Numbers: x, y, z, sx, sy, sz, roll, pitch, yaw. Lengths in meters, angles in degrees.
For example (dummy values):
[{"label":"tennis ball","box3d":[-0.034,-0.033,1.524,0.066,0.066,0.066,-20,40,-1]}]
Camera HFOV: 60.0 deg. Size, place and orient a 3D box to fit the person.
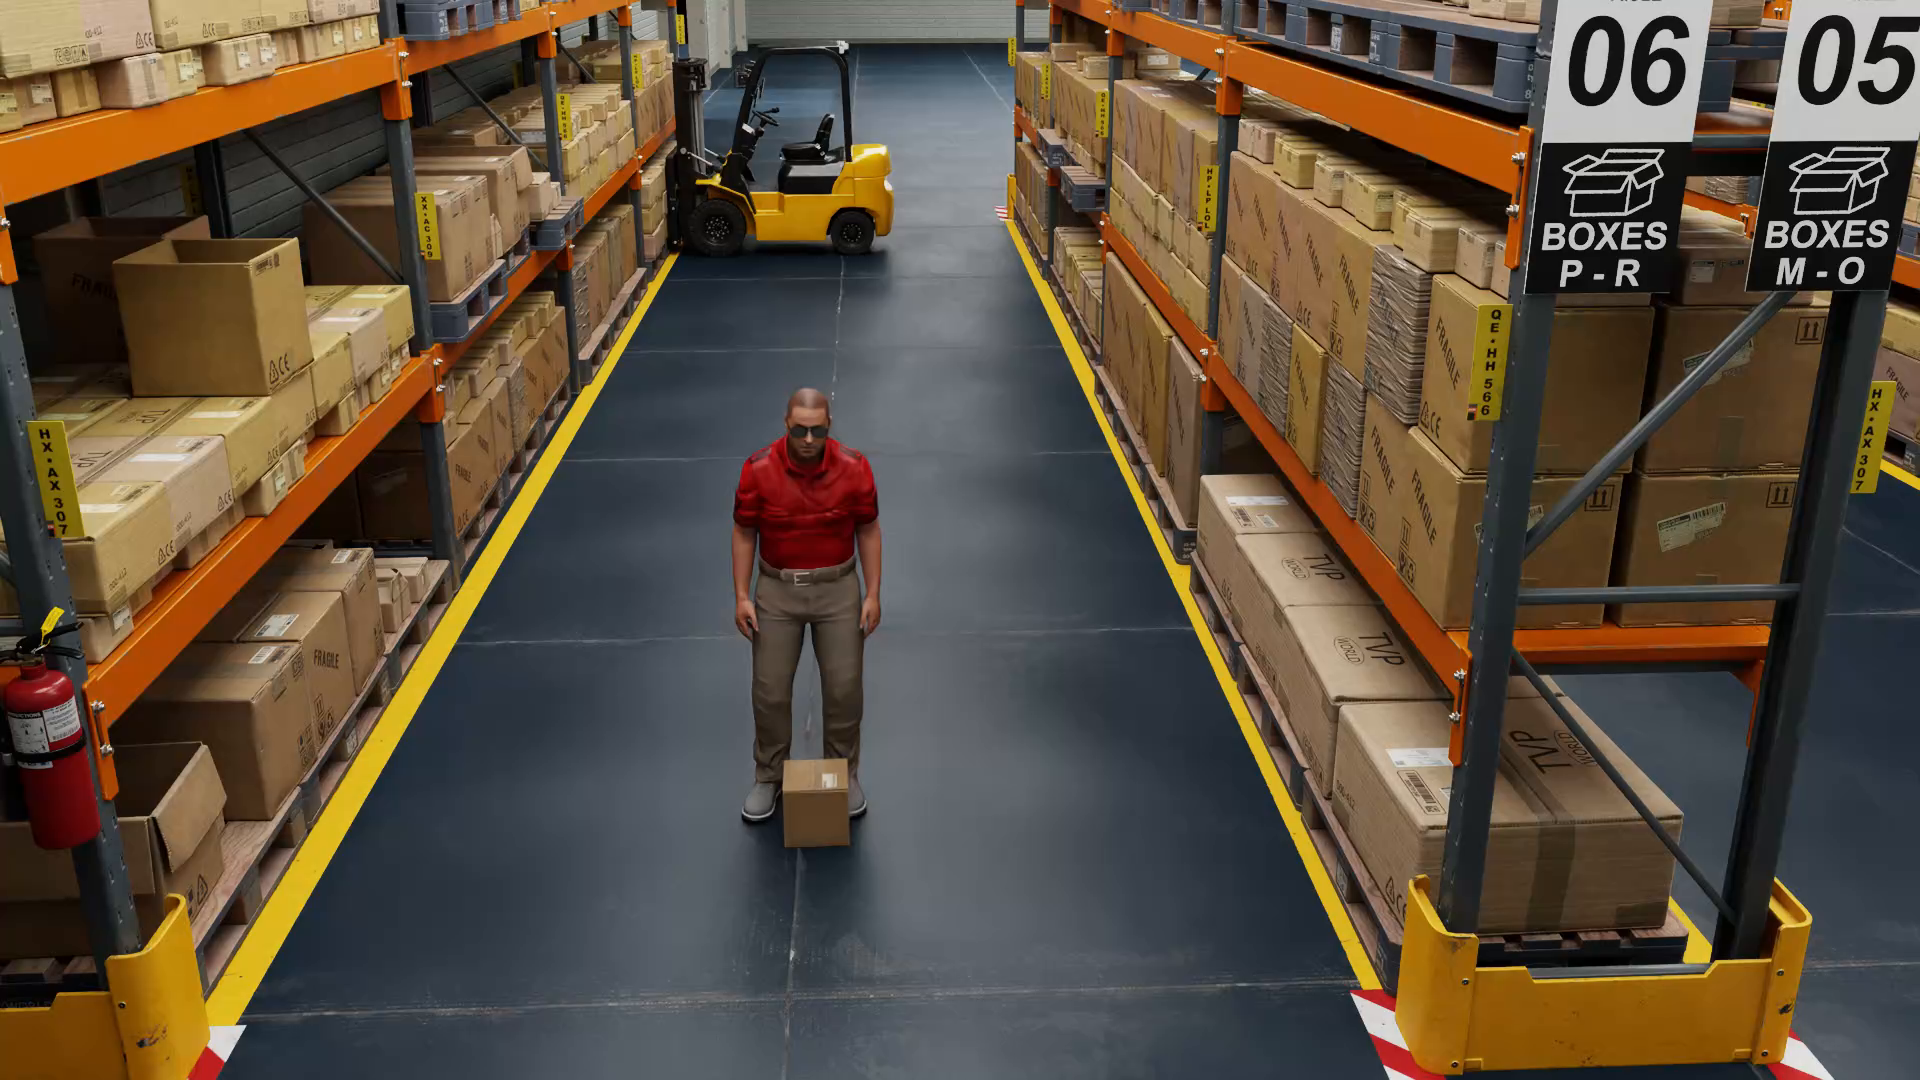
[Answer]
[{"label":"person","box3d":[-0.589,0.238,6.453,0.584,1.725,0.391,-2,20,-5]}]
